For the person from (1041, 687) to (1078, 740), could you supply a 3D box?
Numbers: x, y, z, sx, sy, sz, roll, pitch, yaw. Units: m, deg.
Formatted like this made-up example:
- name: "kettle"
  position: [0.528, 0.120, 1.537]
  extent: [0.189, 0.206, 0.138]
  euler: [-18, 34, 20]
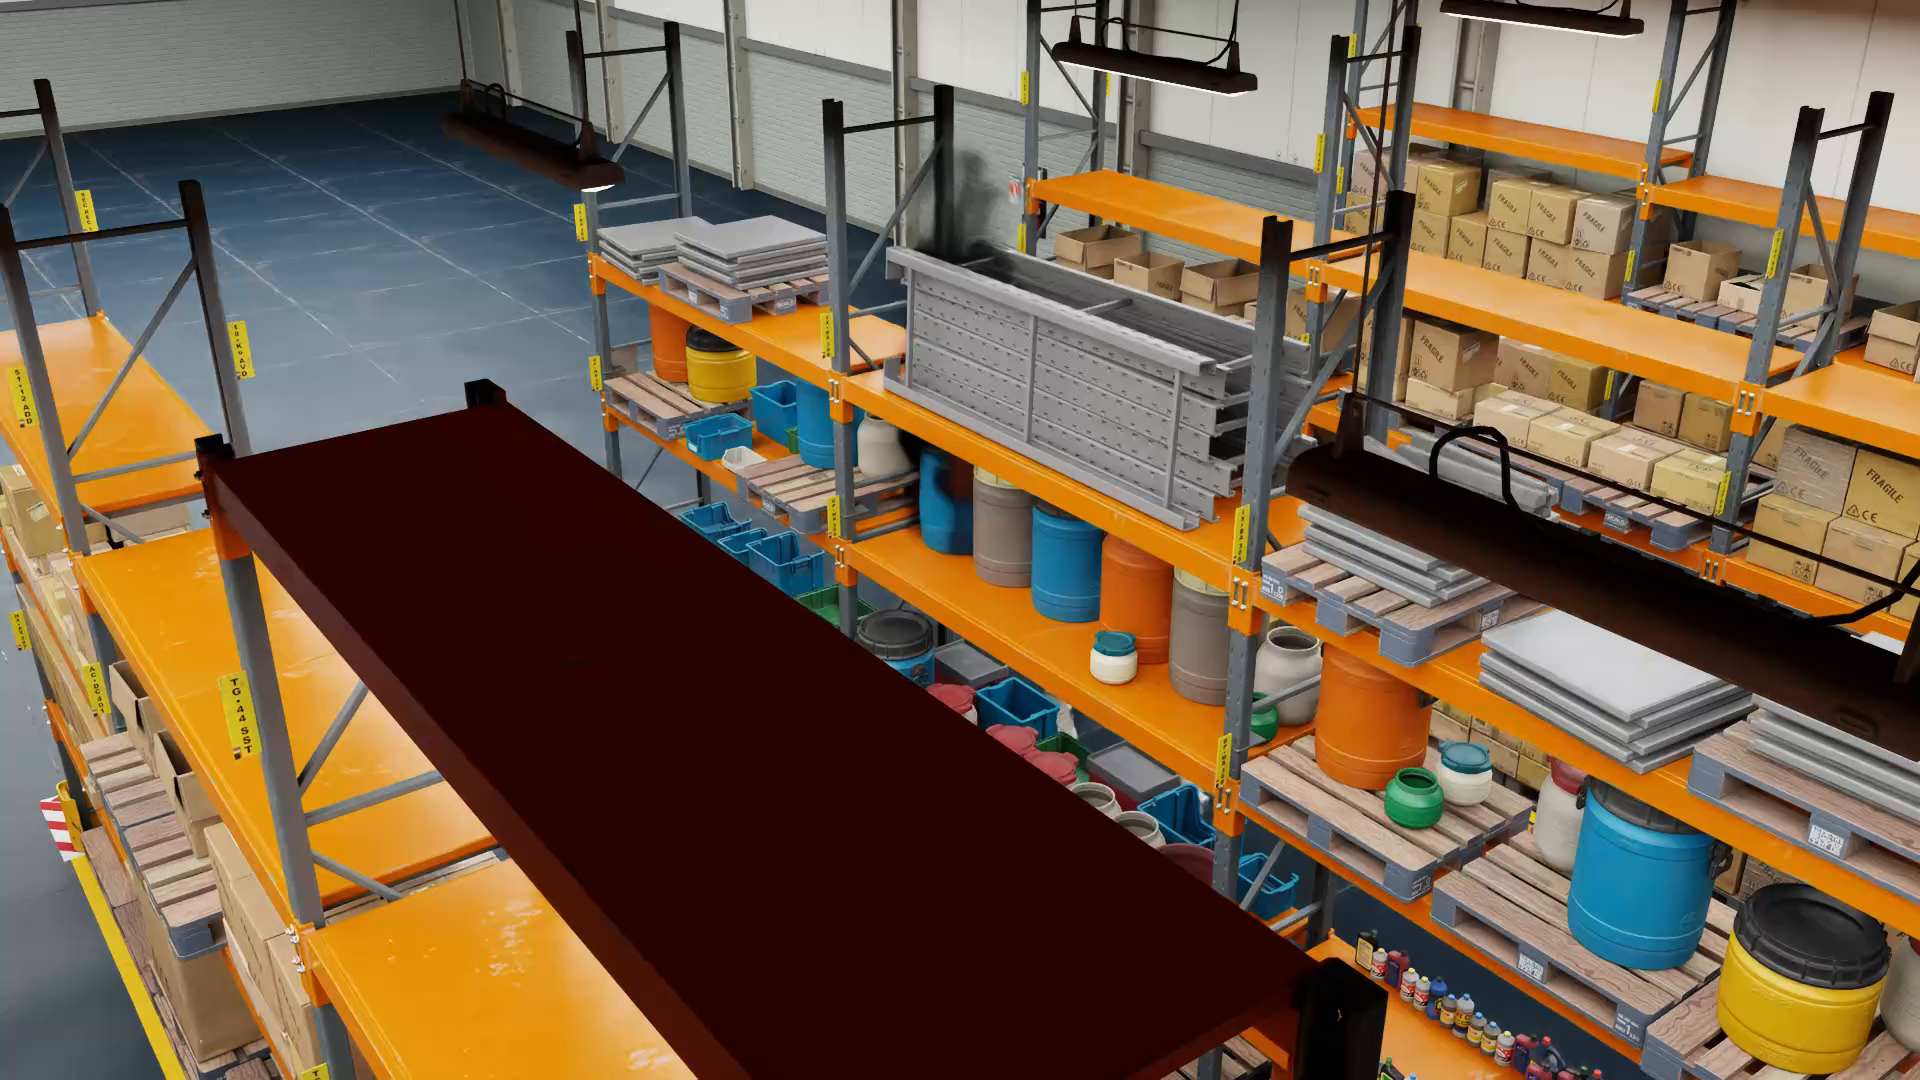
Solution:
- name: "person"
  position: [0.855, 1.118, 14.458]
  extent: [0.621, 1.767, 0.844]
  euler: [-11, 27, -23]

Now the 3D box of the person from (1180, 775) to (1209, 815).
- name: "person"
  position: [1.833, 1.632, 13.550]
  extent: [0.579, 1.614, 0.638]
  euler: [-15, 29, -30]
